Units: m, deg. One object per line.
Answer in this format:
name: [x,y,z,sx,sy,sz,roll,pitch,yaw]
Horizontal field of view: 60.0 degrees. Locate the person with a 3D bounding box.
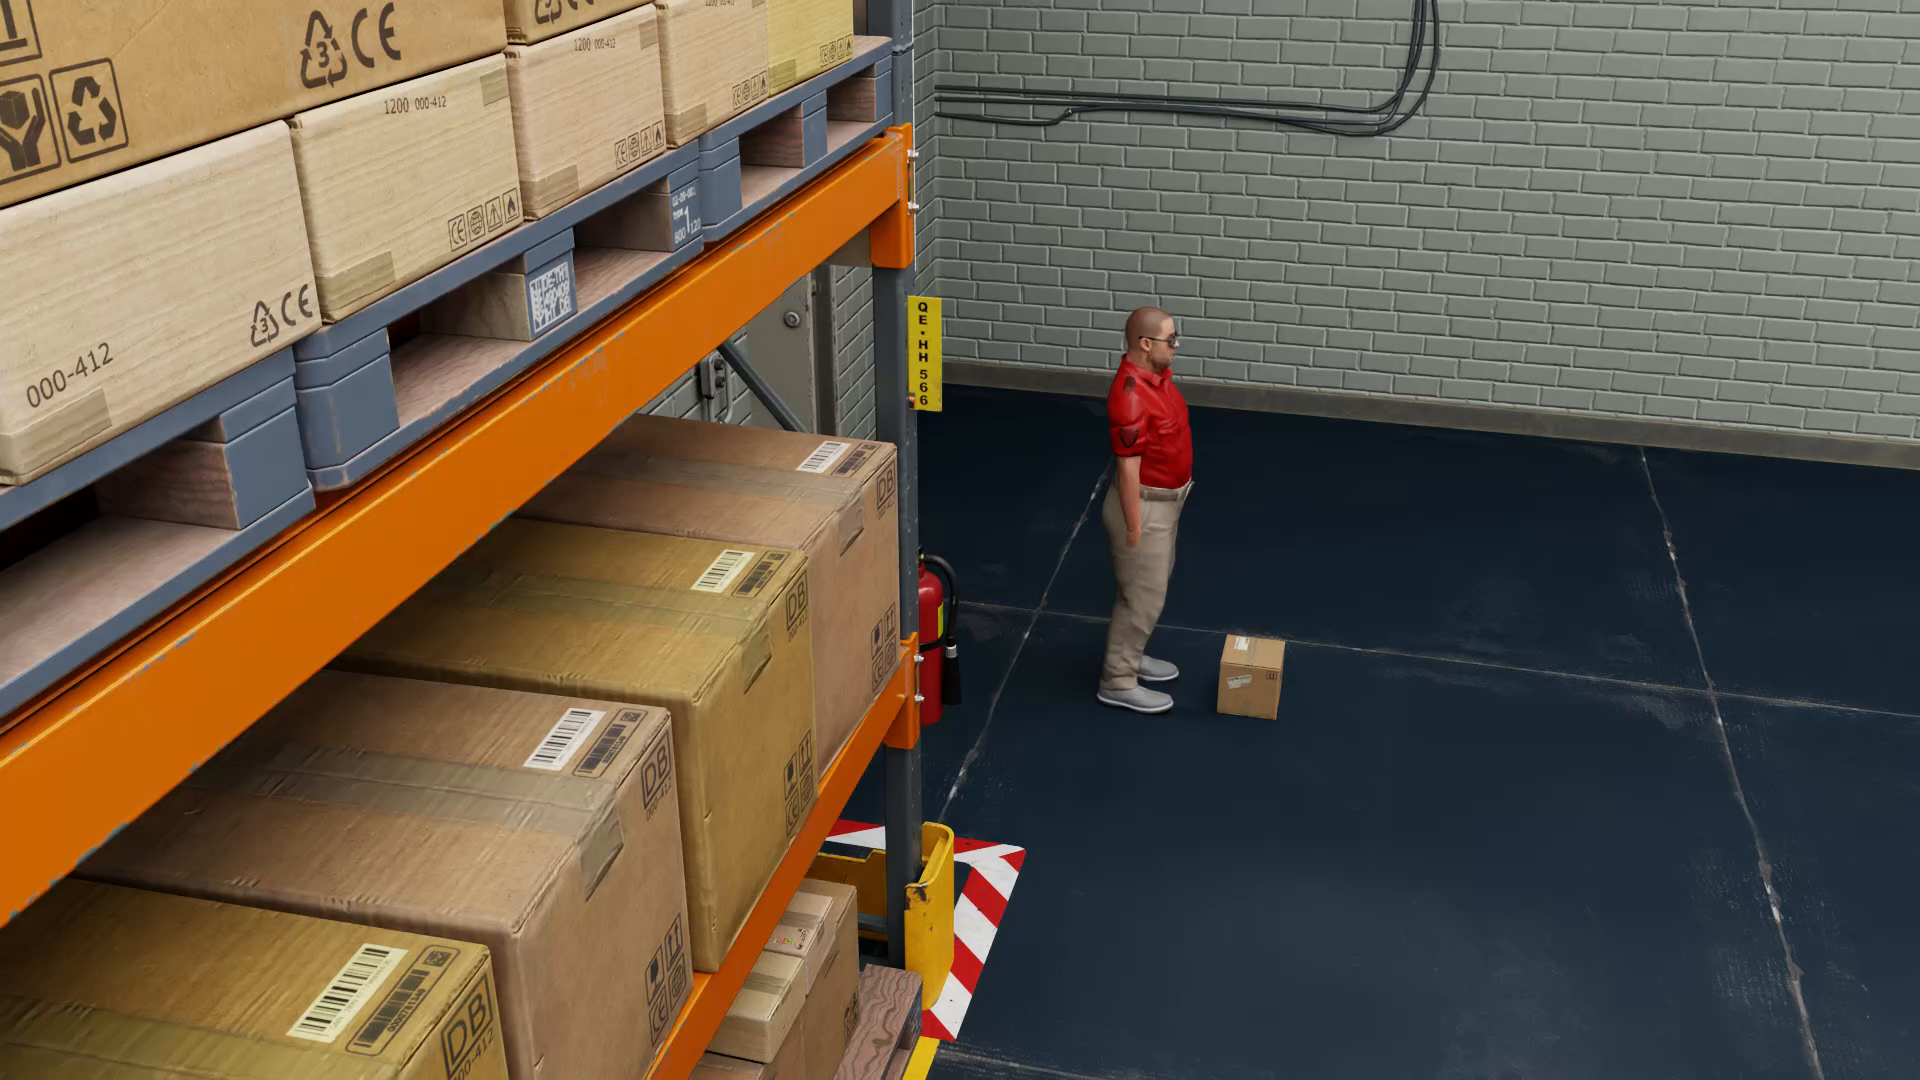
person: [0.790,-0.135,6.925,0.356,1.722,0.527,7,26,14]
